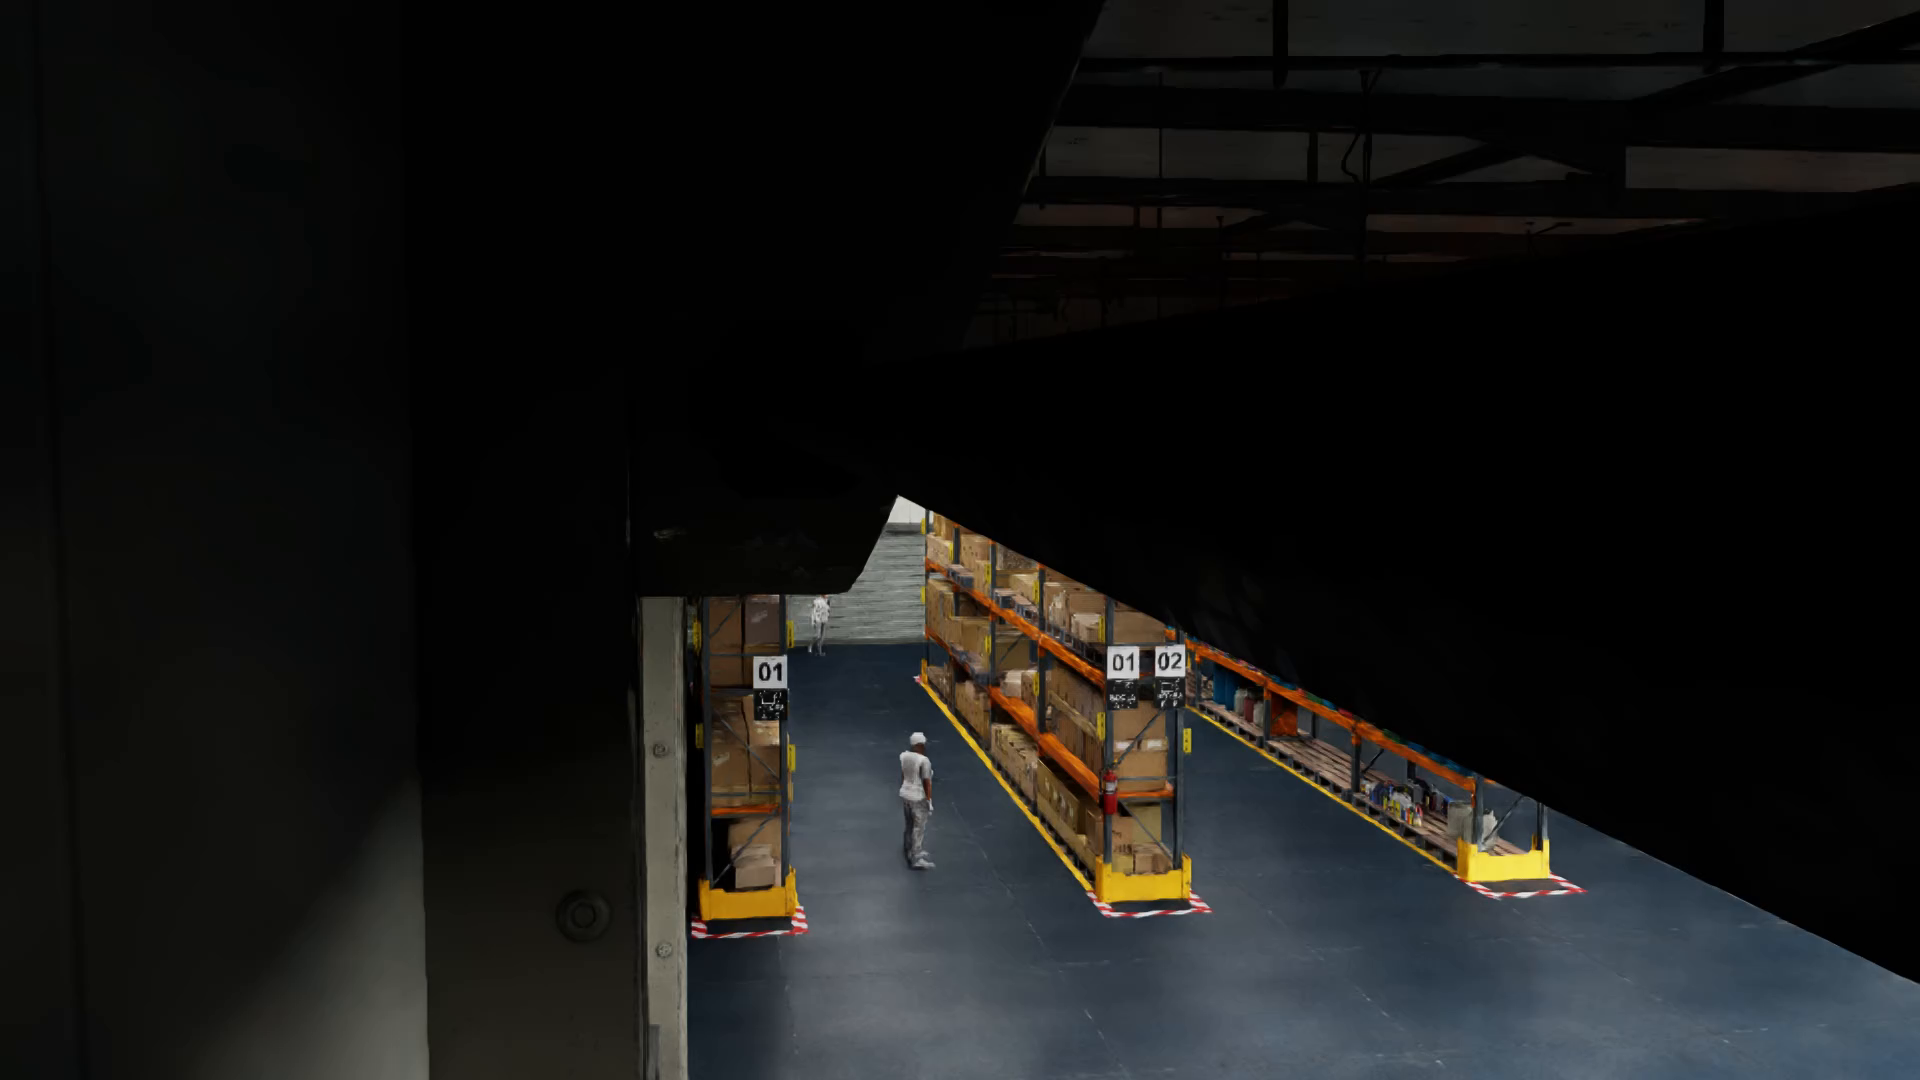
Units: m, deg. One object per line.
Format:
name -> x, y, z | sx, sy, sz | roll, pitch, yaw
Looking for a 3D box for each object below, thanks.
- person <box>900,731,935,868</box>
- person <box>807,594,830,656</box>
person -> -0.549, 3.454, 22.342 | 0.475, 1.789, 0.637 | -4, 6, -38
person -> -3.423, 1.961, 40.314 | 0.520, 1.666, 0.530 | 5, 7, 43
